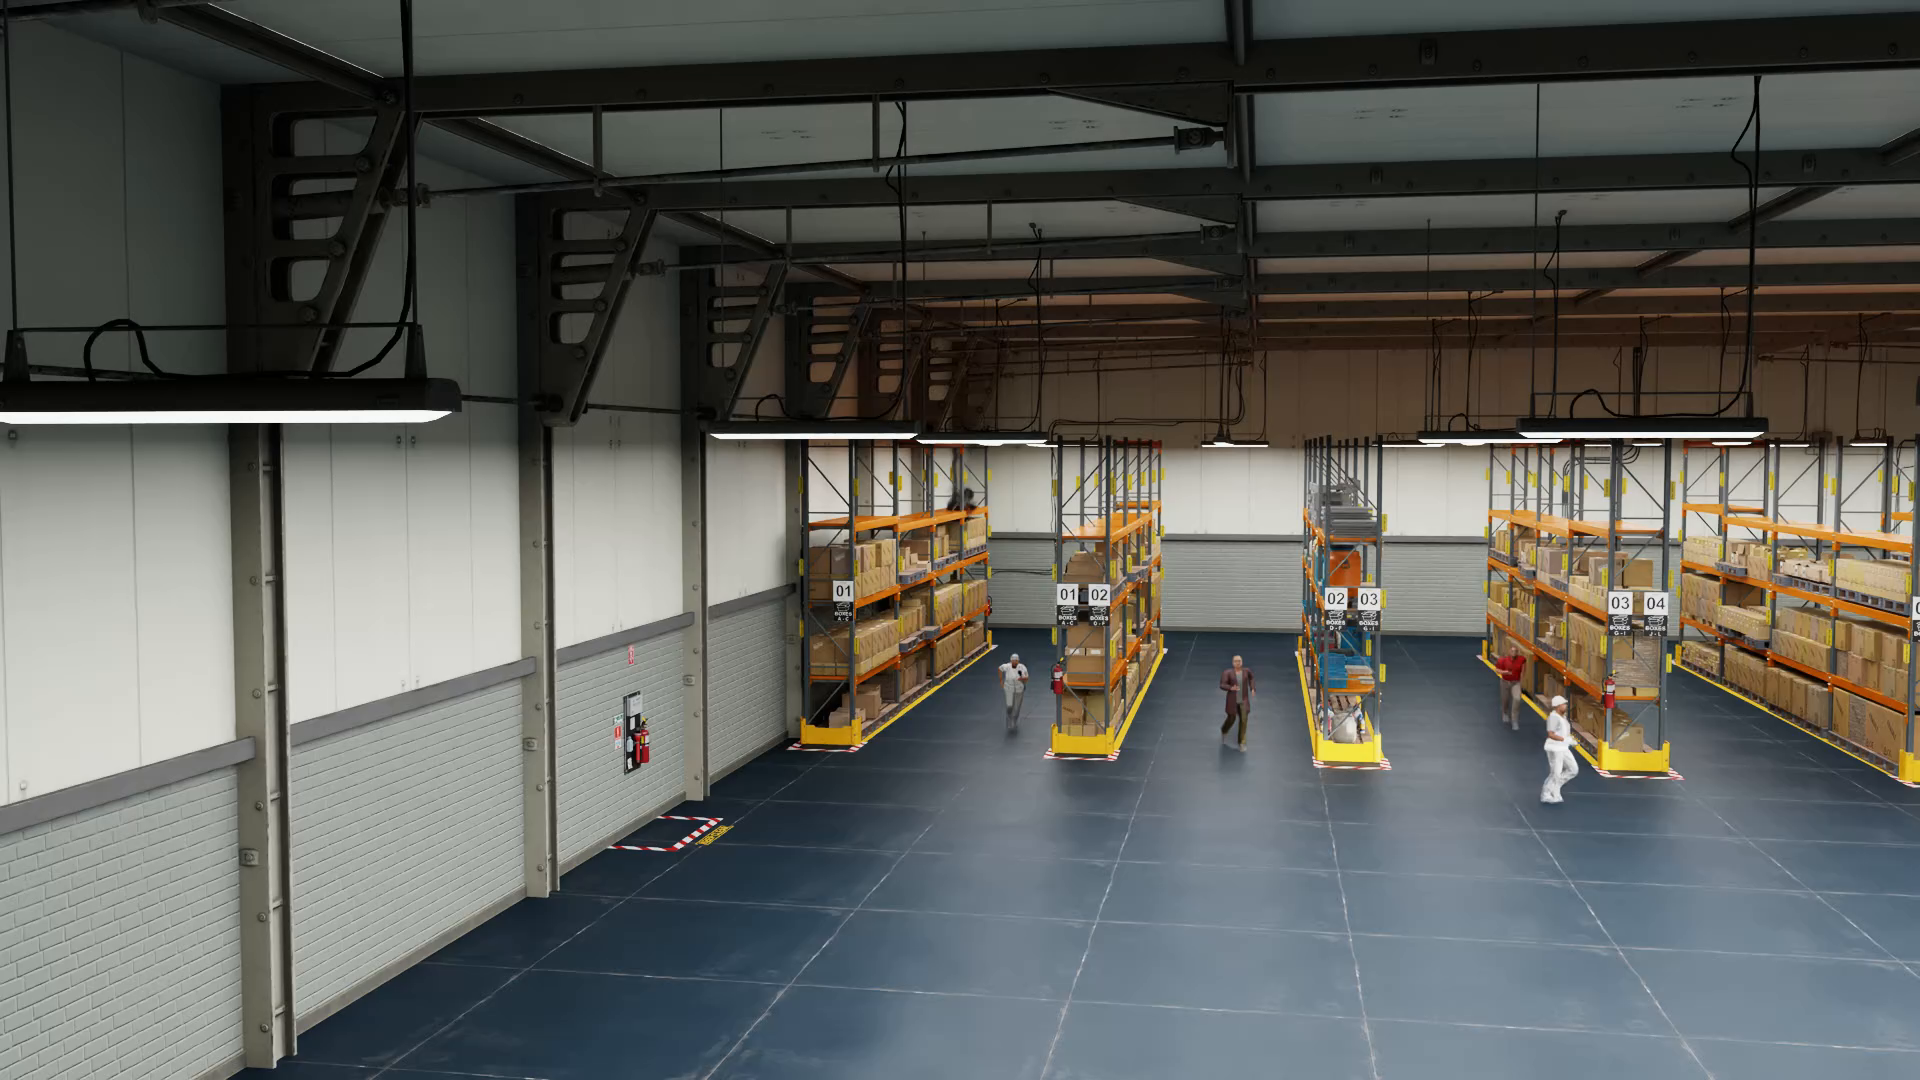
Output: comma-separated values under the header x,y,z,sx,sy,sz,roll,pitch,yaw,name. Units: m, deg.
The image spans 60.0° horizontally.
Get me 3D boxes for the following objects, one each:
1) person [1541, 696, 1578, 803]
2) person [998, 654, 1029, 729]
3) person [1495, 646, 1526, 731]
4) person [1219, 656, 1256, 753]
x,y,z,sx,sy,sz,roll,pitch,yaw,name
9.688,3.387,26.812,0.631,1.754,0.681,3,4,39,person
1.088,3.090,33.821,0.595,1.590,0.802,0,3,-4,person
11.368,3.031,34.372,0.658,1.752,1.015,1,3,11,person
5.307,3.101,31.870,0.726,1.796,1.063,0,3,-3,person
